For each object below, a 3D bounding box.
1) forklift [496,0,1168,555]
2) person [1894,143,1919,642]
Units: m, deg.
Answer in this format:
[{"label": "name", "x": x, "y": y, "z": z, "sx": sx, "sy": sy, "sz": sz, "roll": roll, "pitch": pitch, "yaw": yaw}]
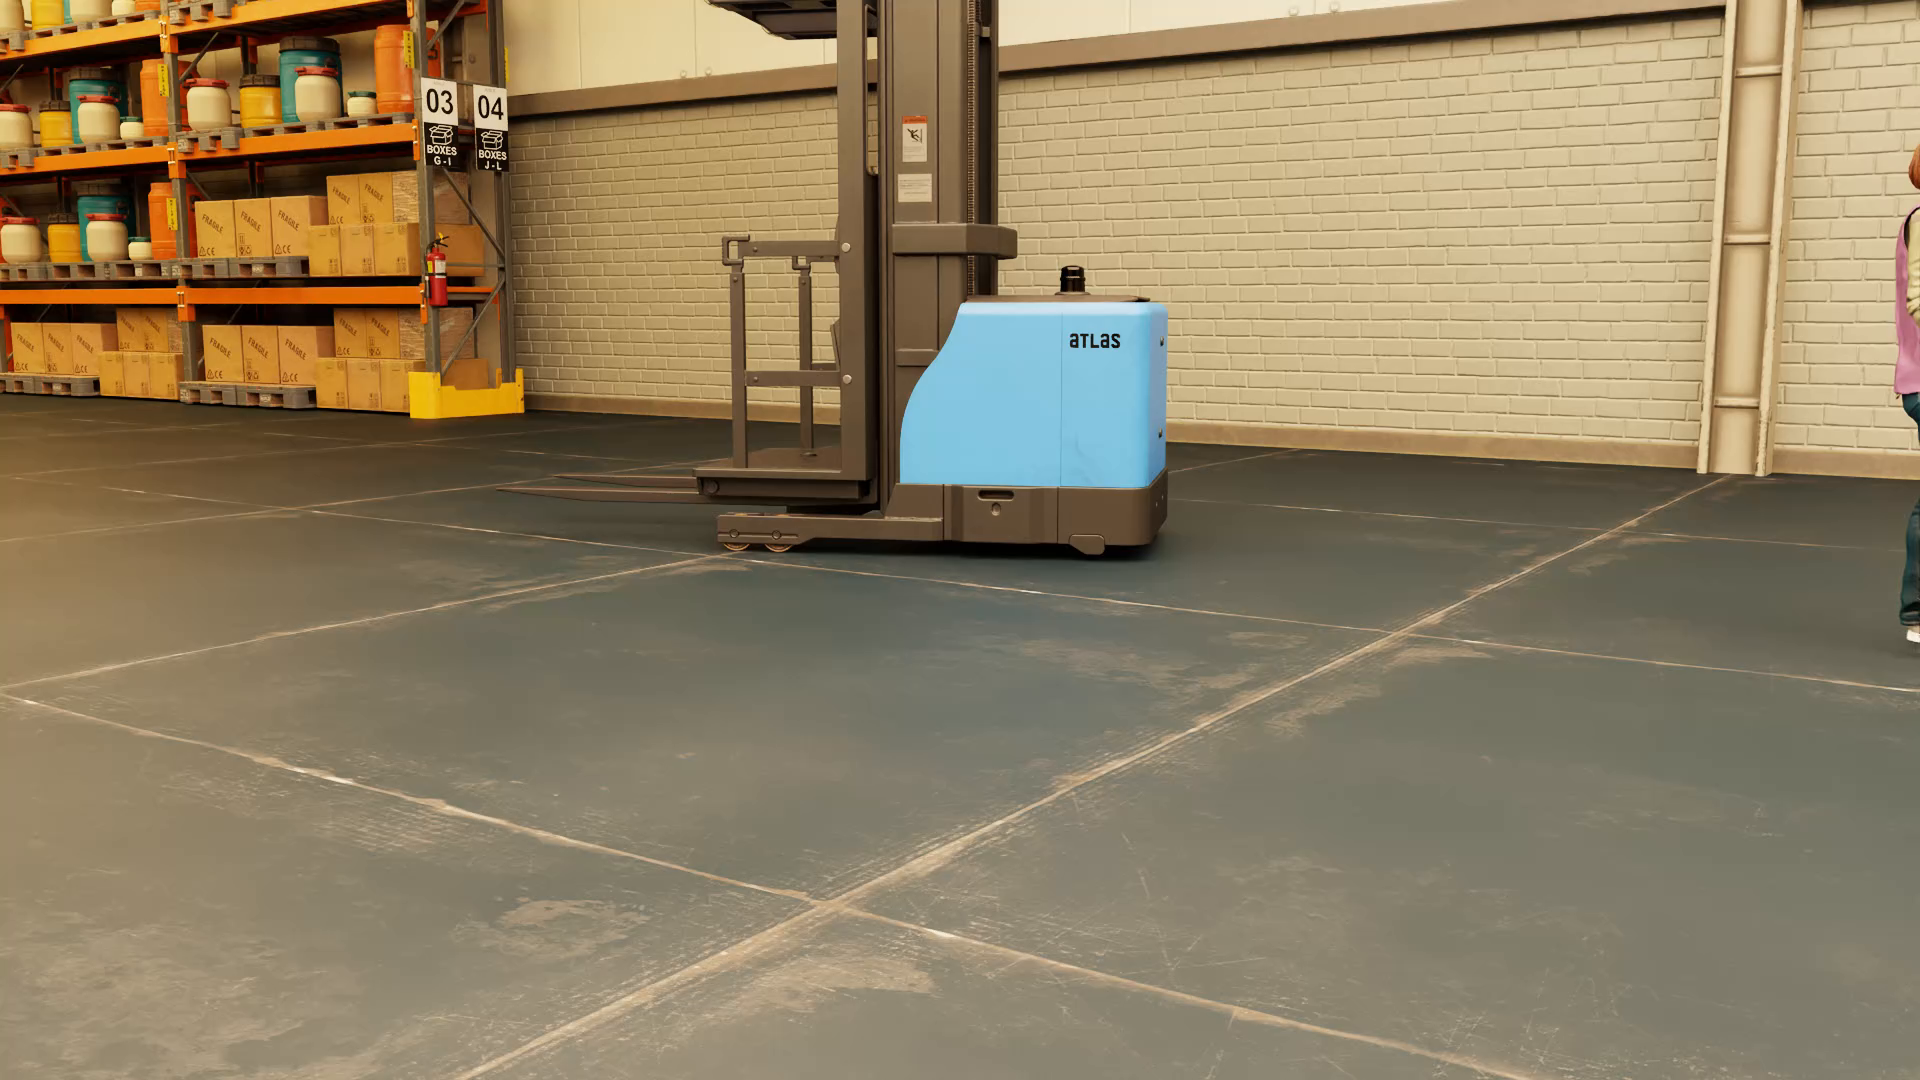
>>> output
[{"label": "forklift", "x": -0.596, "y": -1.469, "z": 7.520, "sx": 3.031, "sy": 2.935, "sz": 1.130, "roll": 2, "pitch": 8, "yaw": 12}, {"label": "person", "x": 3.087, "y": -0.451, "z": 5.054, "sx": 0.475, "sy": 1.597, "sz": 0.520, "roll": 6, "pitch": 10, "yaw": 34}]
